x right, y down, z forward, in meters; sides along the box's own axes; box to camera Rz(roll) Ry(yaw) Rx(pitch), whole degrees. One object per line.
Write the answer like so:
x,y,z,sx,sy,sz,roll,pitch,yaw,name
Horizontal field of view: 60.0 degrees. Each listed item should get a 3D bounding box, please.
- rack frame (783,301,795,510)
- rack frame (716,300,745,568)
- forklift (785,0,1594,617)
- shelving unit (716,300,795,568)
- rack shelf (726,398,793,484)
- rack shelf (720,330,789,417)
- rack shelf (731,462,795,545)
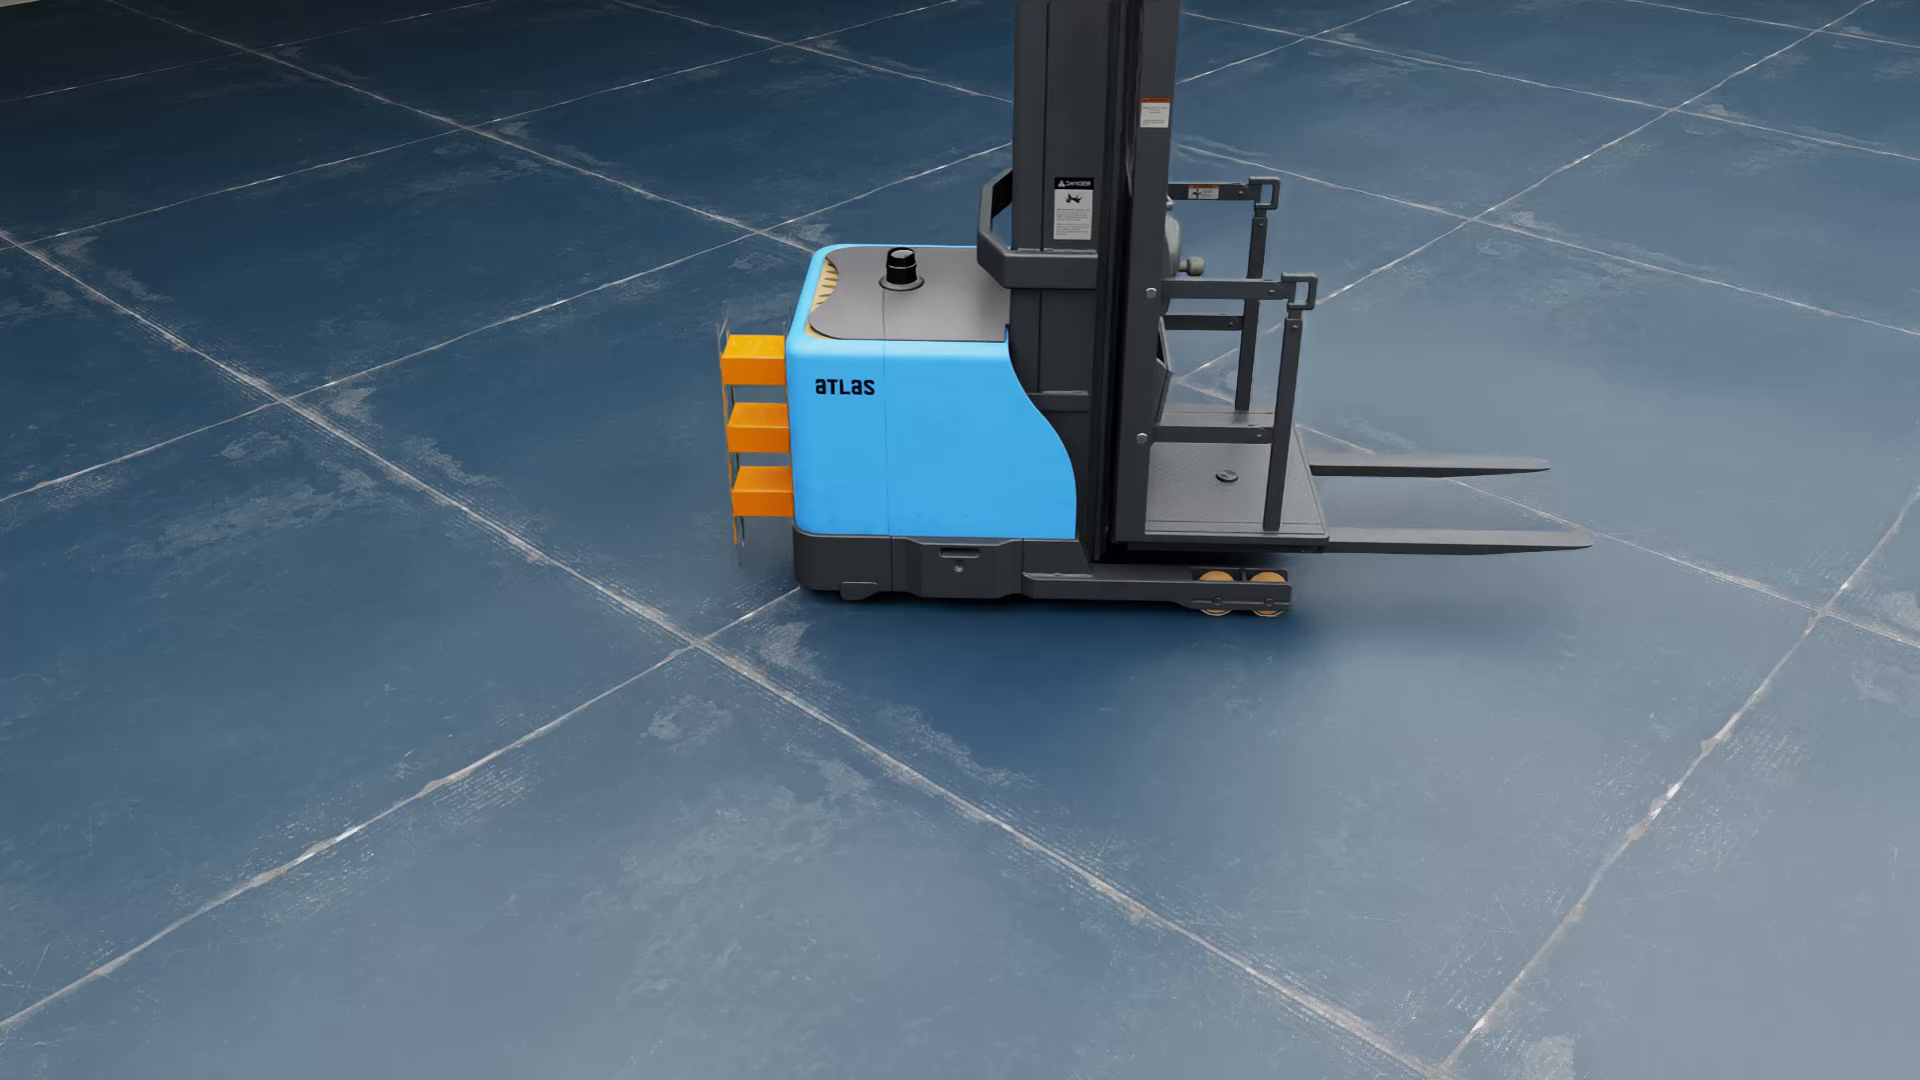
-0.634,-0.388,6.376,0.008,1.050,0.200,1,31,2,rack frame
-0.878,-0.392,6.383,0.008,1.050,0.200,1,31,2,rack frame
0.897,-1.247,5.979,3.031,2.935,1.130,1,31,2,forklift
-0.756,-0.390,6.380,0.252,1.050,0.215,1,31,2,shelving unit
-0.756,-0.381,6.385,0.240,0.259,0.215,1,31,2,rack shelf
-0.756,-0.624,6.239,0.240,0.259,0.215,1,31,2,rack shelf
-0.756,-0.143,6.529,0.240,0.259,0.215,1,31,2,rack shelf
